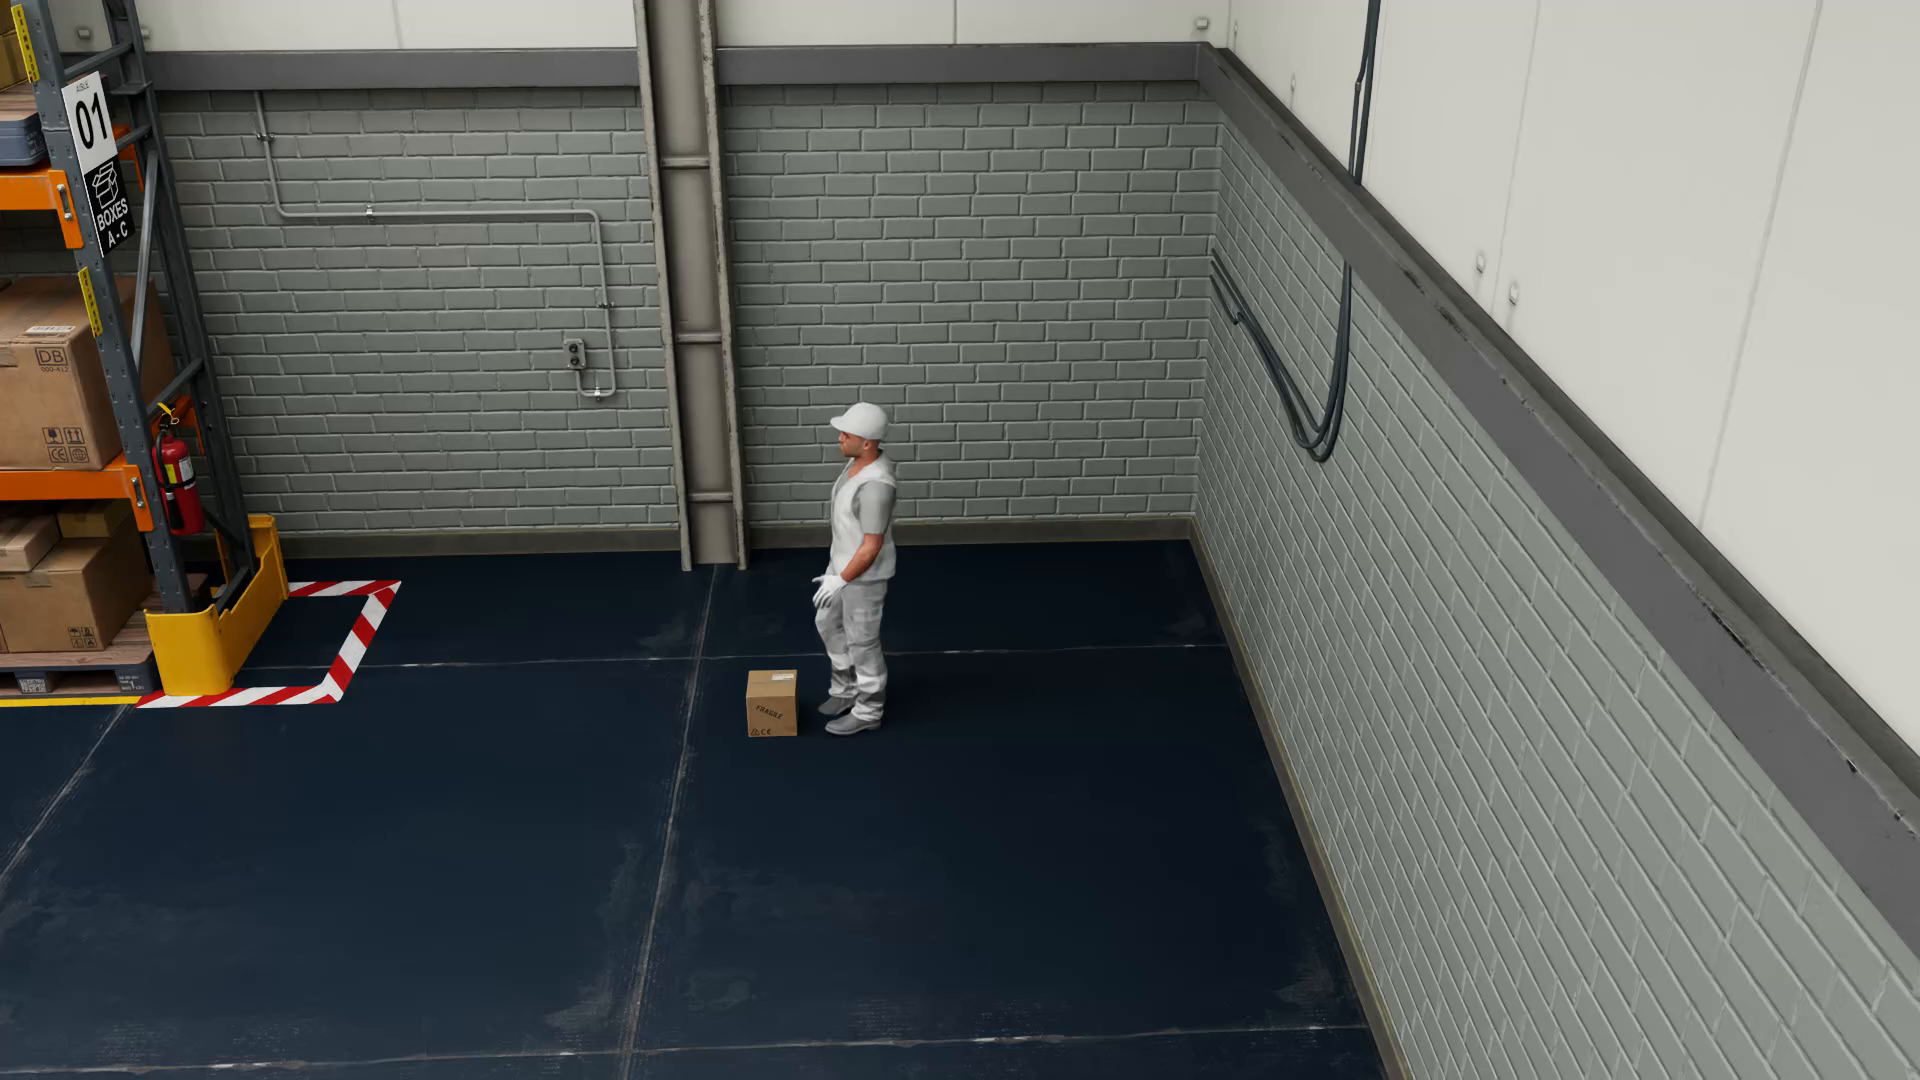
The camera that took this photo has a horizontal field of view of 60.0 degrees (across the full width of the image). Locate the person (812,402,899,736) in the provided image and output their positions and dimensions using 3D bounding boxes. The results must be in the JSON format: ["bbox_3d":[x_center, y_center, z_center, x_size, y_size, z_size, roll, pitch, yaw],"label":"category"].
[{"bbox_3d":[-0.544,0.172,8.321,0.462,1.859,0.635,-7,28,-13],"label":"person"}]
